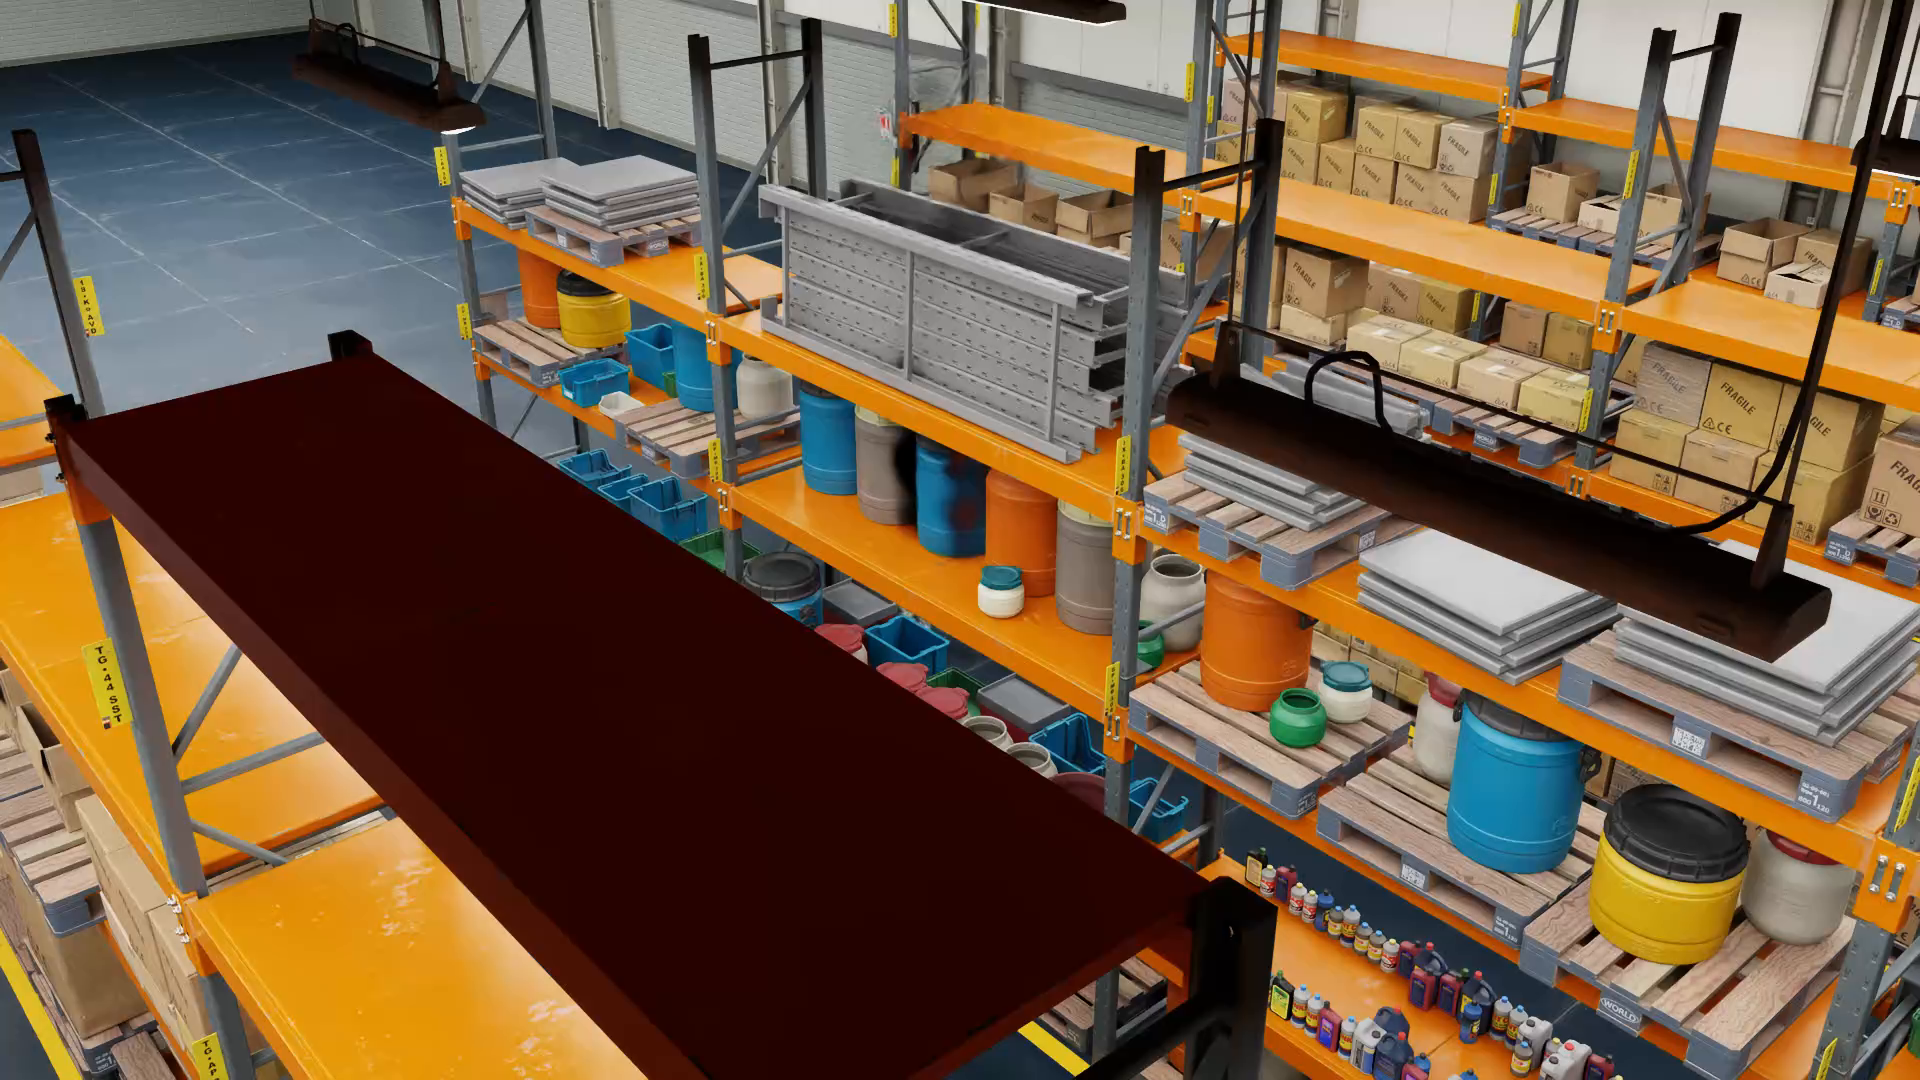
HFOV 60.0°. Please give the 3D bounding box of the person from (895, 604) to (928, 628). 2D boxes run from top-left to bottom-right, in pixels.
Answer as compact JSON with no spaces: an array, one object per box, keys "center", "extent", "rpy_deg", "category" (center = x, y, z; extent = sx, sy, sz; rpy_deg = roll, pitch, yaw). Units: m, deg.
[{"center":[-0.550,0.094,15.641],"extent":[0.641,1.591,0.538],"rpy_deg":[20,33,34],"category":"person"}]
